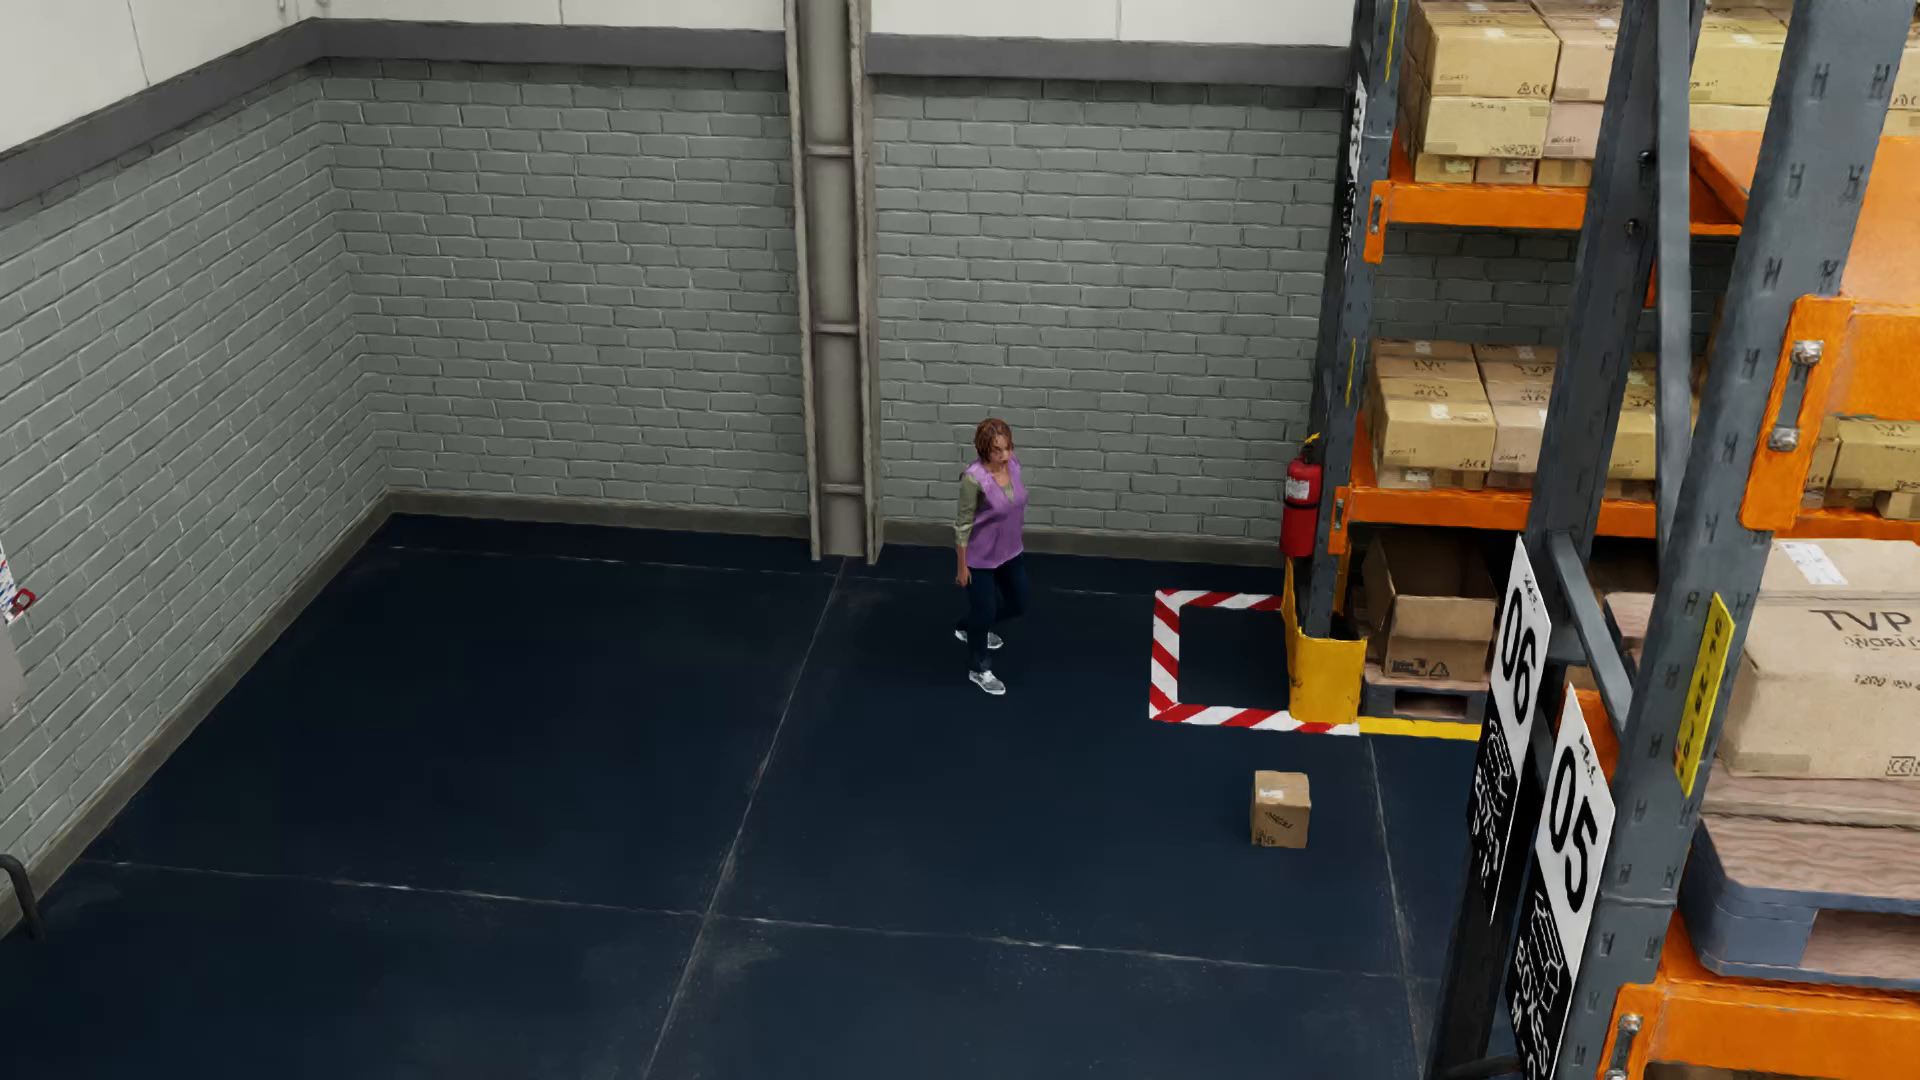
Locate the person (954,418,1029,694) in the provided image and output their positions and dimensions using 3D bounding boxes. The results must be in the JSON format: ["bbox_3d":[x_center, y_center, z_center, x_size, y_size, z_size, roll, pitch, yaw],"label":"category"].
[{"bbox_3d":[0.111,0.054,8.531,0.487,1.591,0.469,25,38,38],"label":"person"}]
